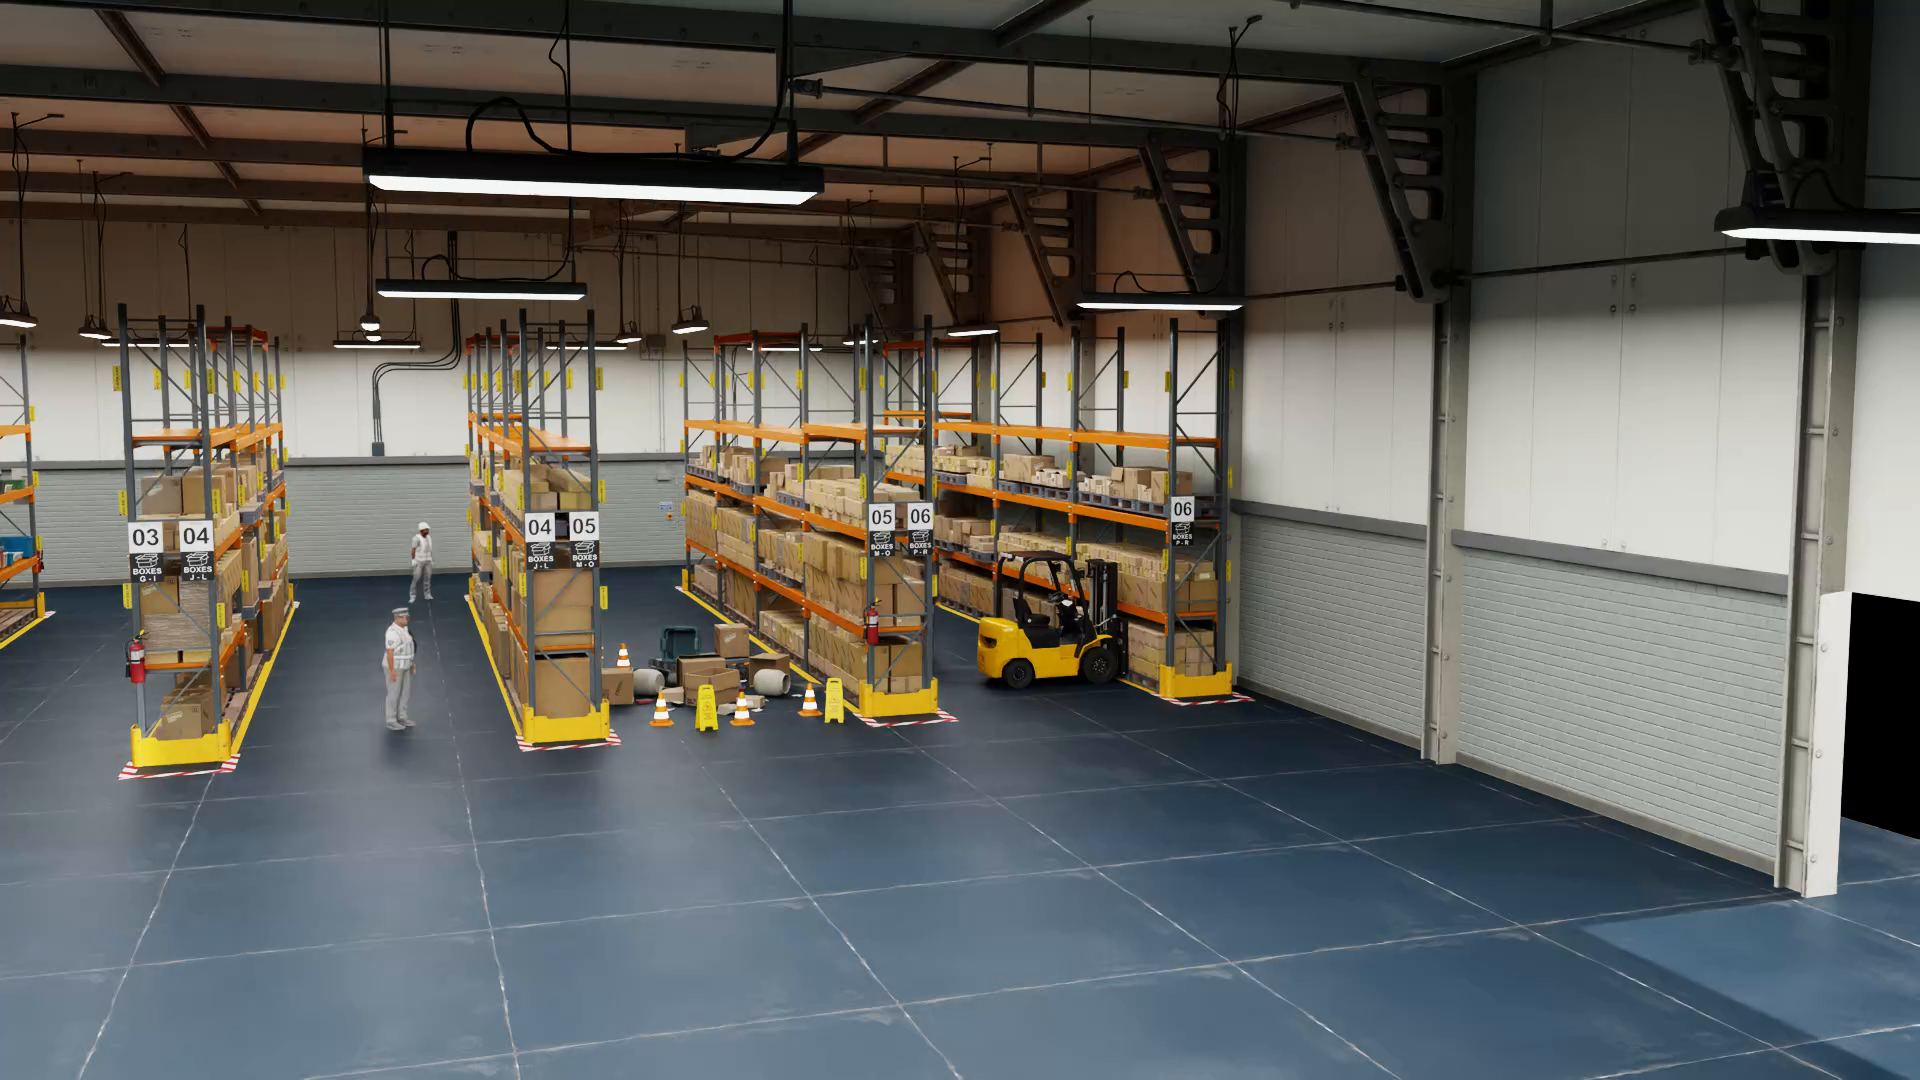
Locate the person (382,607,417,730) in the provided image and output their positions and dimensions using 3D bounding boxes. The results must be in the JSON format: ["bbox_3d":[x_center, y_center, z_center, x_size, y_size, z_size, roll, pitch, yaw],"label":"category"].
[{"bbox_3d":[-8.131,1.851,24.066,0.411,1.770,0.562,1,5,6],"label":"person"}]

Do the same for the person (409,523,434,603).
[{"bbox_3d":[-12.379,0.507,38.107,0.383,1.806,0.716,4,7,39],"label":"person"}]

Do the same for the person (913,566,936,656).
[{"bbox_3d":[-0.661,1.301,30.258,0.456,1.670,0.451,0,5,-5],"label":"person"}]
